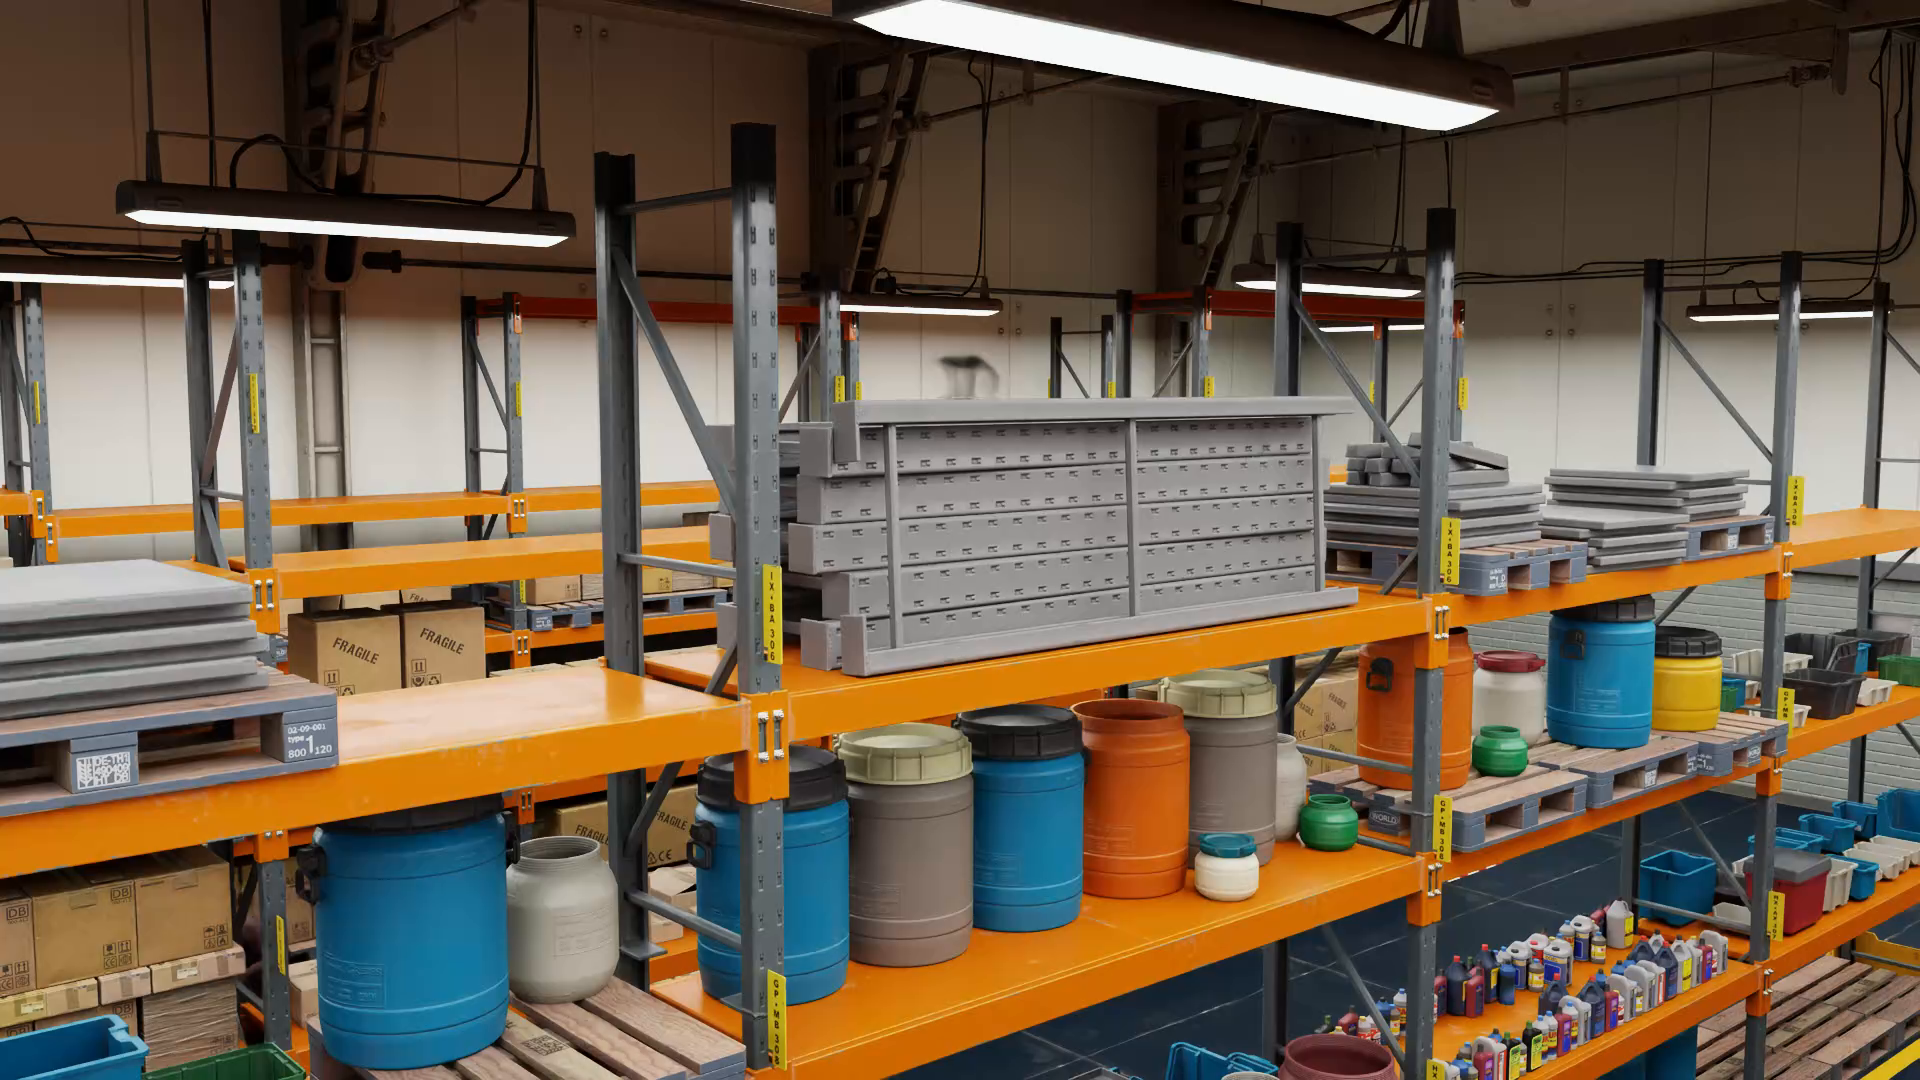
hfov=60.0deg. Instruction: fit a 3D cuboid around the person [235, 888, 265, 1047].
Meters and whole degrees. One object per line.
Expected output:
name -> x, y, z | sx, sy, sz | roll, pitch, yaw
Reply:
person -> -4.960, 3.223, 11.788 | 0.705, 1.717, 0.735 | 5, 7, 40
